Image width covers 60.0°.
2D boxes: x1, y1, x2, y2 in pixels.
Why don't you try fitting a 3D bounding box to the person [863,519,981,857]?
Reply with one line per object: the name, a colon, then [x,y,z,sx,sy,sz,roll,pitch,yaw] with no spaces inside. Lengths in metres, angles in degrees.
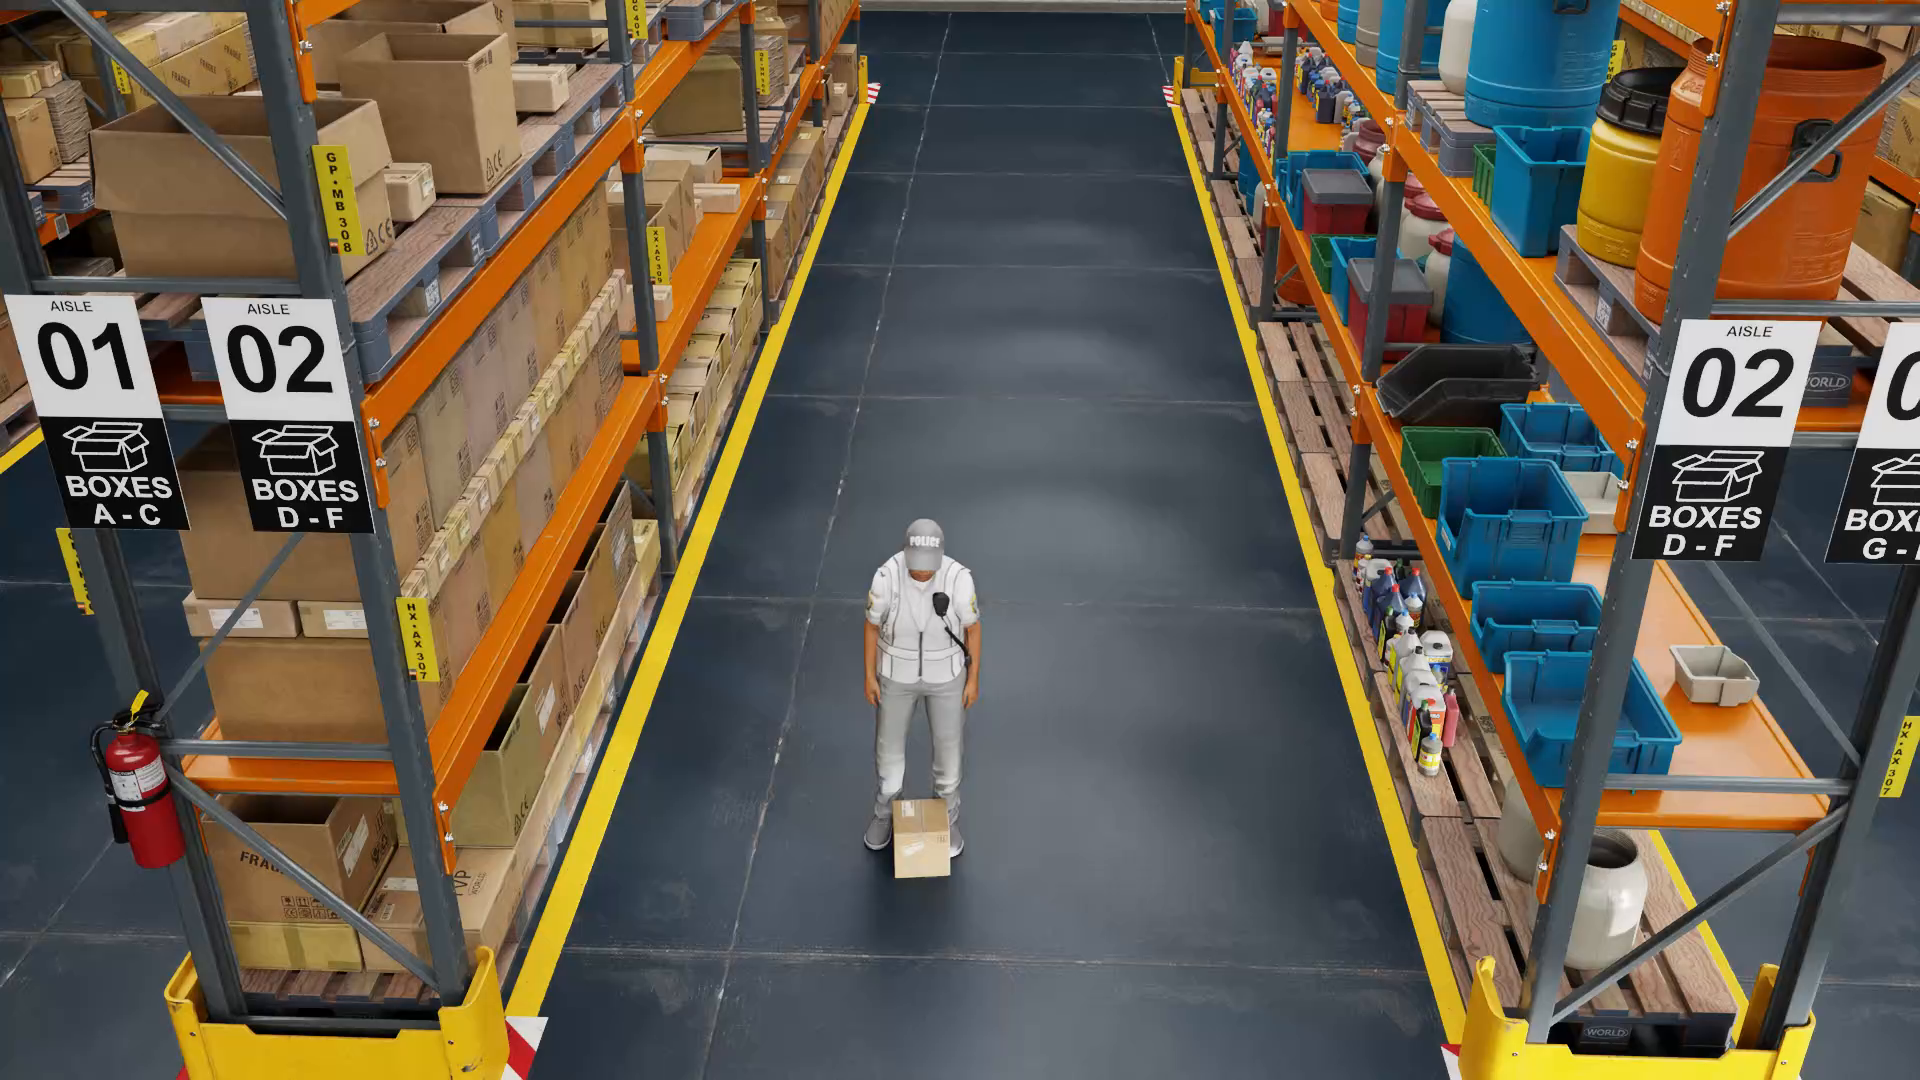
person: [-0.176,0.629,7.439,0.537,1.665,0.468,1,28,1]
